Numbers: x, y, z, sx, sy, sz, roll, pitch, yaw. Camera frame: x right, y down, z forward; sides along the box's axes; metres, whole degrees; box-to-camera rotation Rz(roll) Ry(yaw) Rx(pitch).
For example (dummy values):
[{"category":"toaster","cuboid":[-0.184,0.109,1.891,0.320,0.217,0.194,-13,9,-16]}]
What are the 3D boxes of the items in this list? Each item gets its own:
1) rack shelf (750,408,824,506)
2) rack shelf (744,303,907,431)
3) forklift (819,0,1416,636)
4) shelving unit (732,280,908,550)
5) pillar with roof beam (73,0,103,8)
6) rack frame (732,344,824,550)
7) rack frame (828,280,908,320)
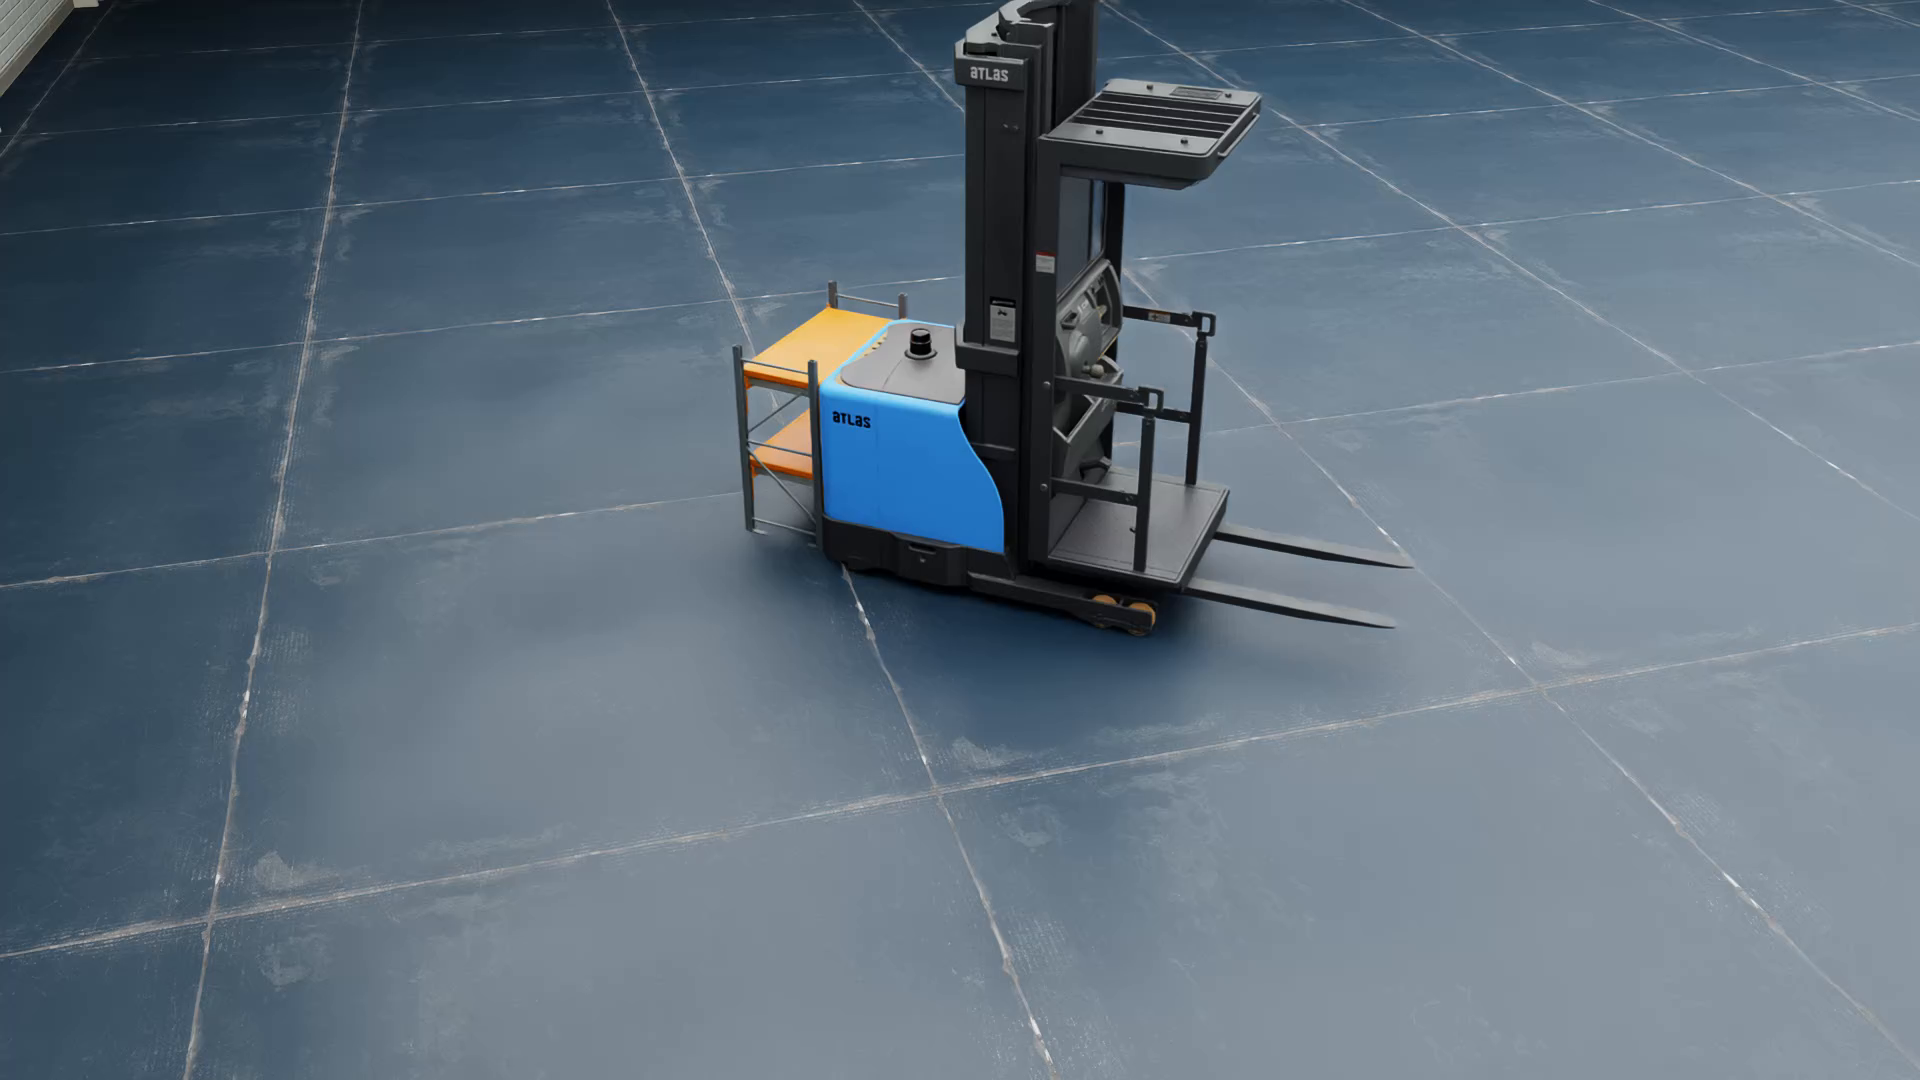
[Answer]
[{"category":"rack shelf","cuboid":[-0.750,-0.510,9.496,0.538,0.278,1.000,14,33,22]},{"category":"rack shelf","cuboid":[-0.750,-0.975,9.227,0.538,0.278,1.000,14,33,22]},{"category":"forklift","cuboid":[0.830,-1.086,8.201,3.031,2.935,1.130,11,32,19]},{"category":"shelving unit","cuboid":[-0.750,-0.721,9.373,0.538,1.125,1.048,14,33,22]},{"category":"pillar with roof beam","cuboid":[-6.811,-11.205,19.626,9.100,9.000,0.400,-8,31,-13]},{"category":"rack frame","cuboid":[-0.971,-0.492,8.977,0.500,1.125,0.032,14,33,22]},{"category":"rack frame","cuboid":[-0.529,-0.951,9.770,0.500,1.125,0.032,14,33,22]}]
